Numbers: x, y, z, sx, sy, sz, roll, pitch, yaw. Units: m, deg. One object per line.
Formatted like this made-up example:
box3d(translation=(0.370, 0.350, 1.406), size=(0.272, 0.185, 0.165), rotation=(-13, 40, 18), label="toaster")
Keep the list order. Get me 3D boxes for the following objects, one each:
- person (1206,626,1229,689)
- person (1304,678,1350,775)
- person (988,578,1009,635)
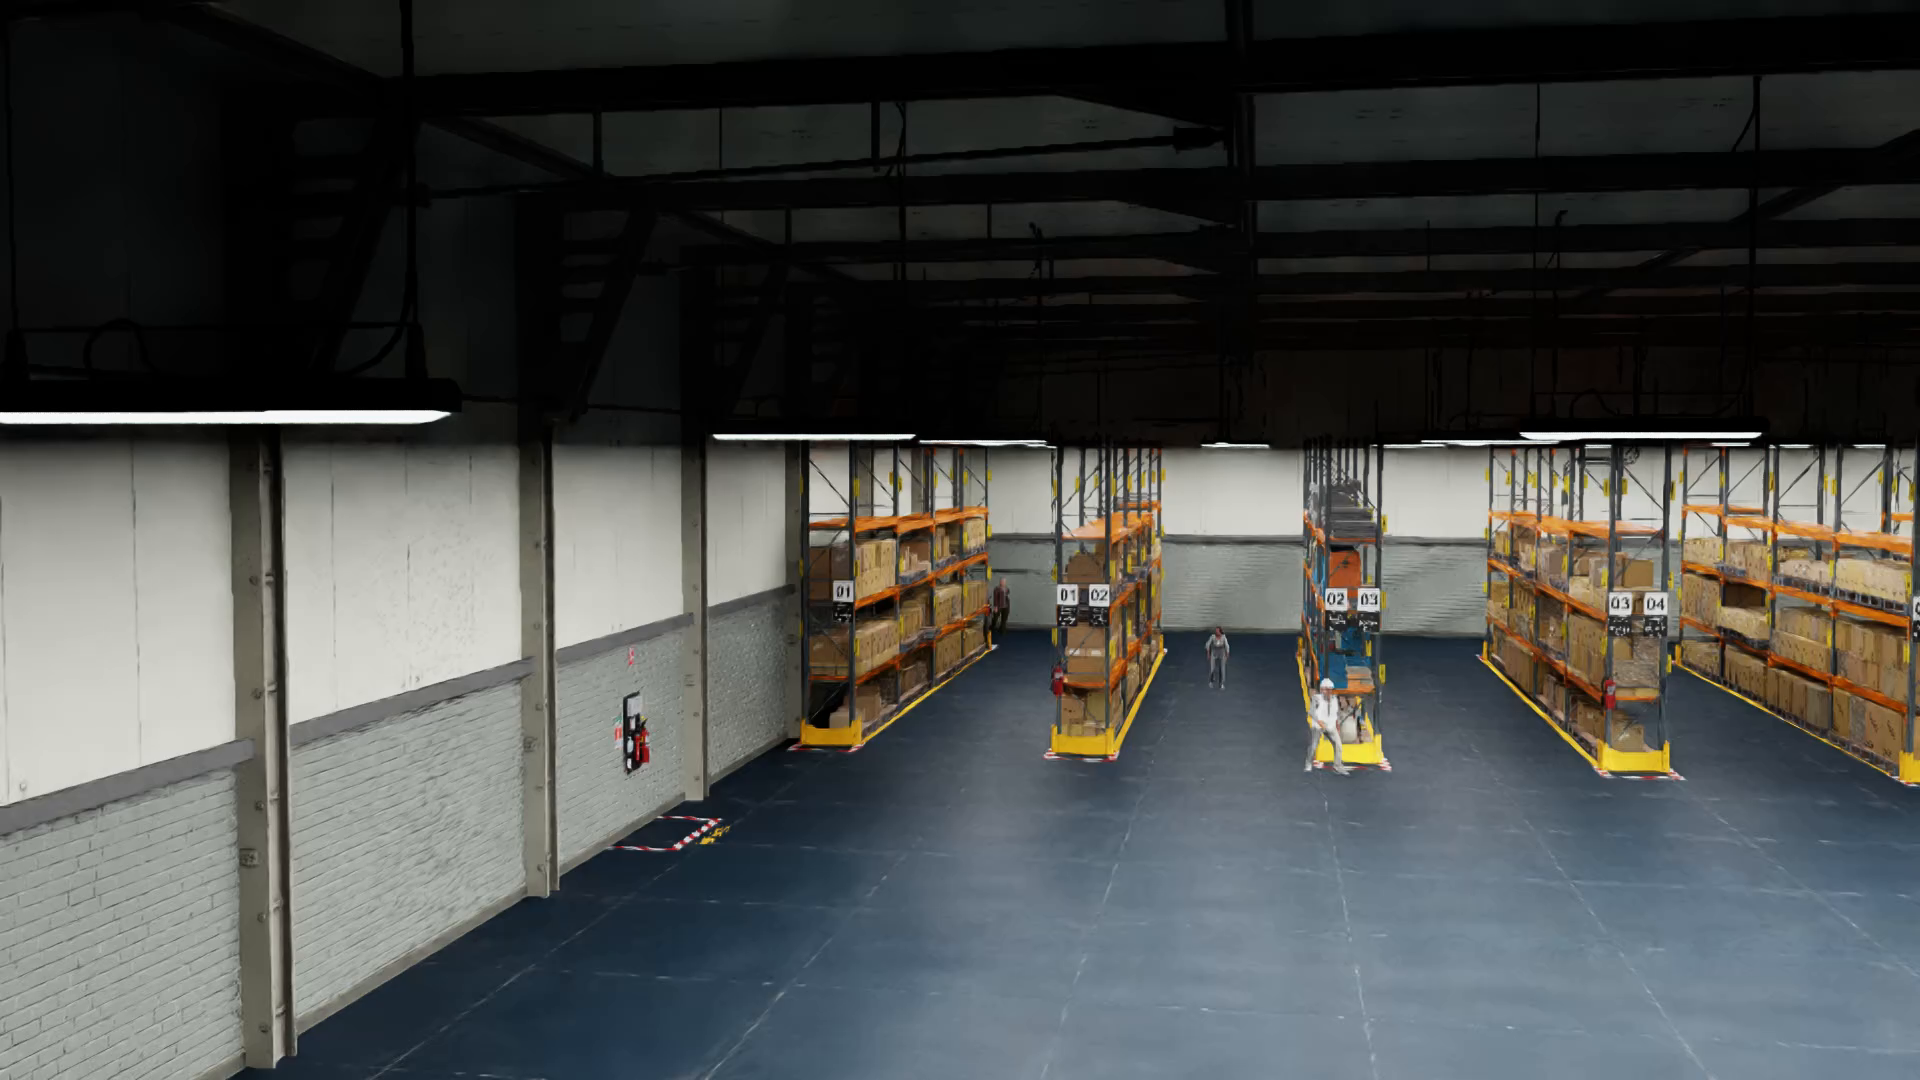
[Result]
box3d(translation=(6.173, 2.803, 39.861), size=(0.566, 1.541, 0.519), rotation=(0, 3, 7), label="person")
box3d(translation=(6.438, 3.272, 29.365), size=(0.682, 1.713, 0.844), rotation=(0, 3, -7), label="person")
box3d(translation=(1.169, 2.113, 51.518), size=(0.783, 1.653, 0.525), rotation=(-2, 4, -30), label="person")
